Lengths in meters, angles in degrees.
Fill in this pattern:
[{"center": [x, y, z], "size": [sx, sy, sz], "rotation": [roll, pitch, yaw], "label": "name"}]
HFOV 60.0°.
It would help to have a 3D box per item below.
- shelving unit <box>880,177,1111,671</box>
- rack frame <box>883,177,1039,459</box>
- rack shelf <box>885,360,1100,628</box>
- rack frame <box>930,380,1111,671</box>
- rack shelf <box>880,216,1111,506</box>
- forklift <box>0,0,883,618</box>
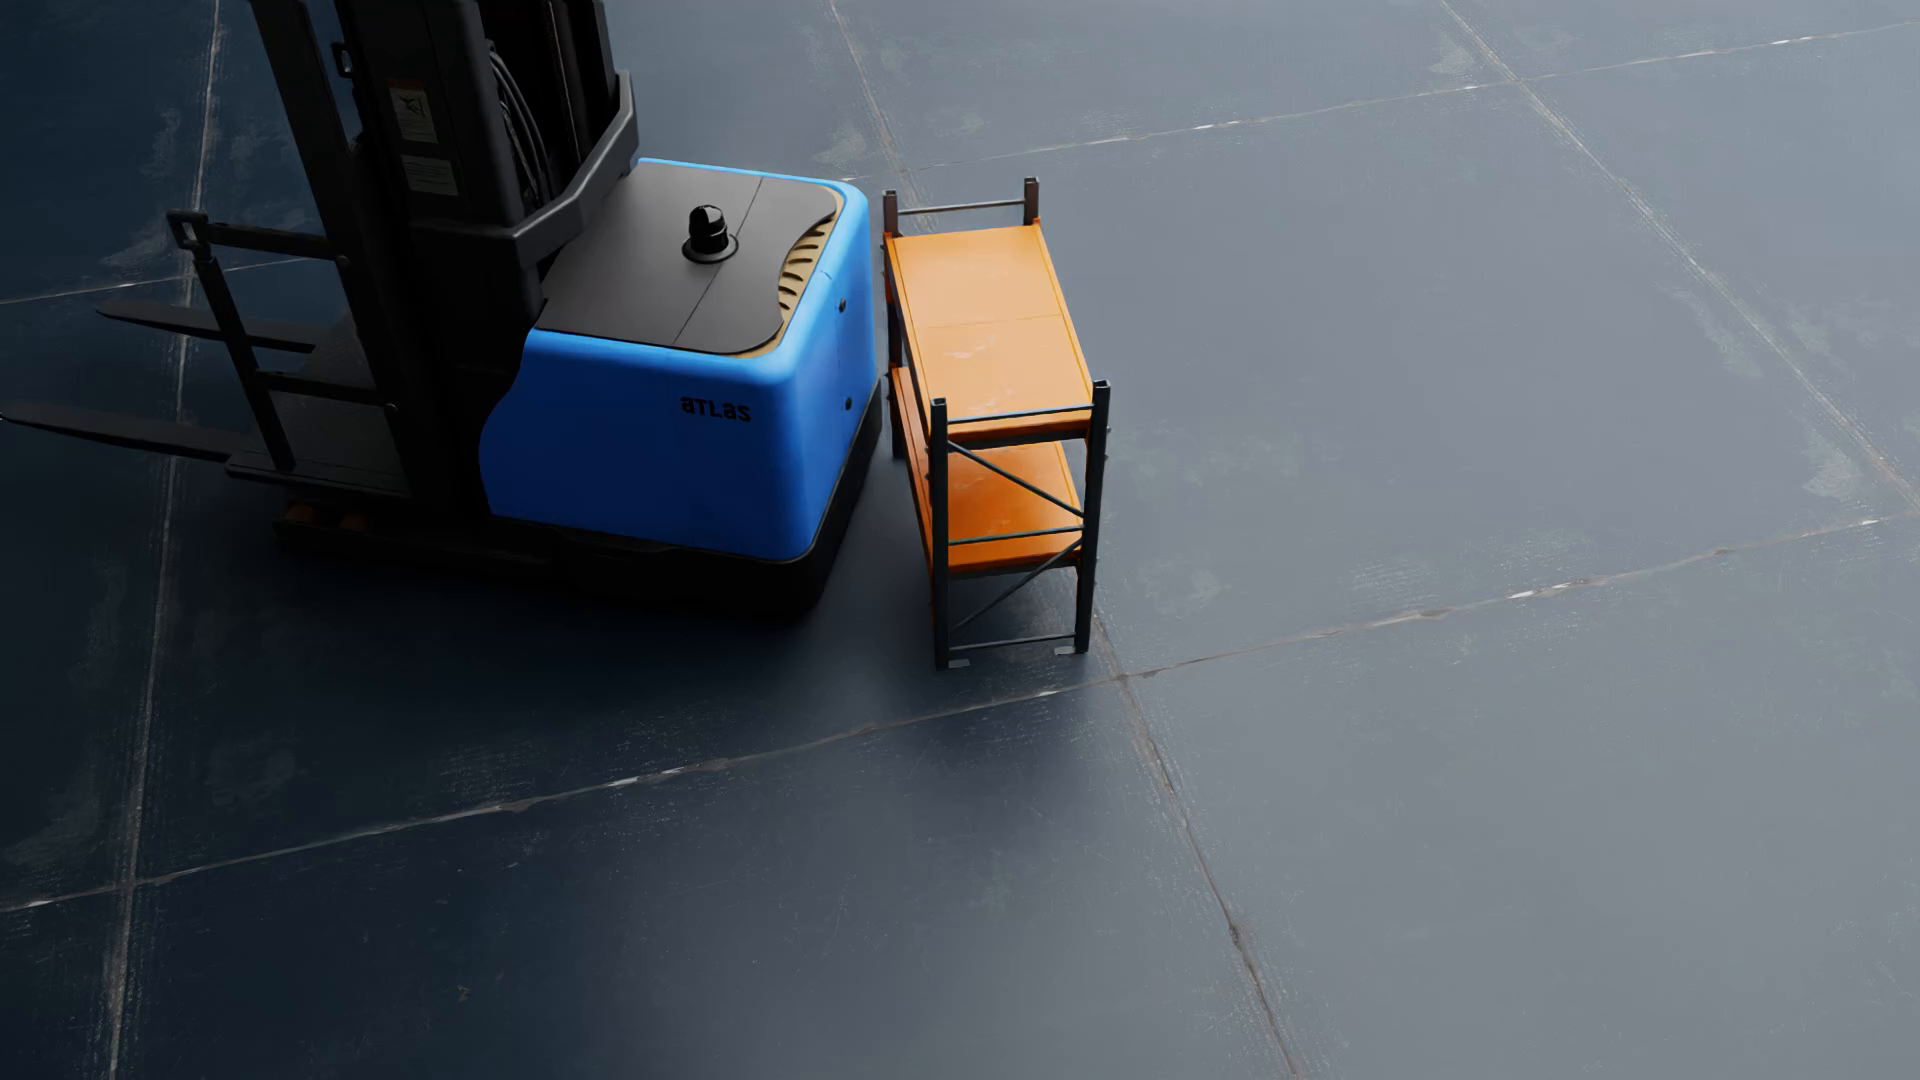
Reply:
[{"center": [0.086, -0.370, 5.325], "size": [0.538, 1.125, 1.048], "rotation": [-7, 46, -6], "label": "shelving unit"}, {"center": [0.004, -0.728, 5.676], "size": [0.500, 1.125, 0.032], "rotation": [-7, 46, -6], "label": "rack frame"}, {"center": [0.086, -0.199, 5.500], "size": [0.538, 0.278, 1.000], "rotation": [-7, 46, -6], "label": "rack shelf"}, {"center": [0.168, -0.012, 4.974], "size": [0.500, 1.125, 0.032], "rotation": [-7, 46, -6], "label": "rack frame"}, {"center": [0.086, -0.575, 5.116], "size": [0.538, 0.278, 1.000], "rotation": [-7, 46, -6], "label": "rack shelf"}, {"center": [-1.853, -1.316, 4.988], "size": [3.031, 2.935, 1.130], "rotation": [9, 46, 9], "label": "forklift"}]
